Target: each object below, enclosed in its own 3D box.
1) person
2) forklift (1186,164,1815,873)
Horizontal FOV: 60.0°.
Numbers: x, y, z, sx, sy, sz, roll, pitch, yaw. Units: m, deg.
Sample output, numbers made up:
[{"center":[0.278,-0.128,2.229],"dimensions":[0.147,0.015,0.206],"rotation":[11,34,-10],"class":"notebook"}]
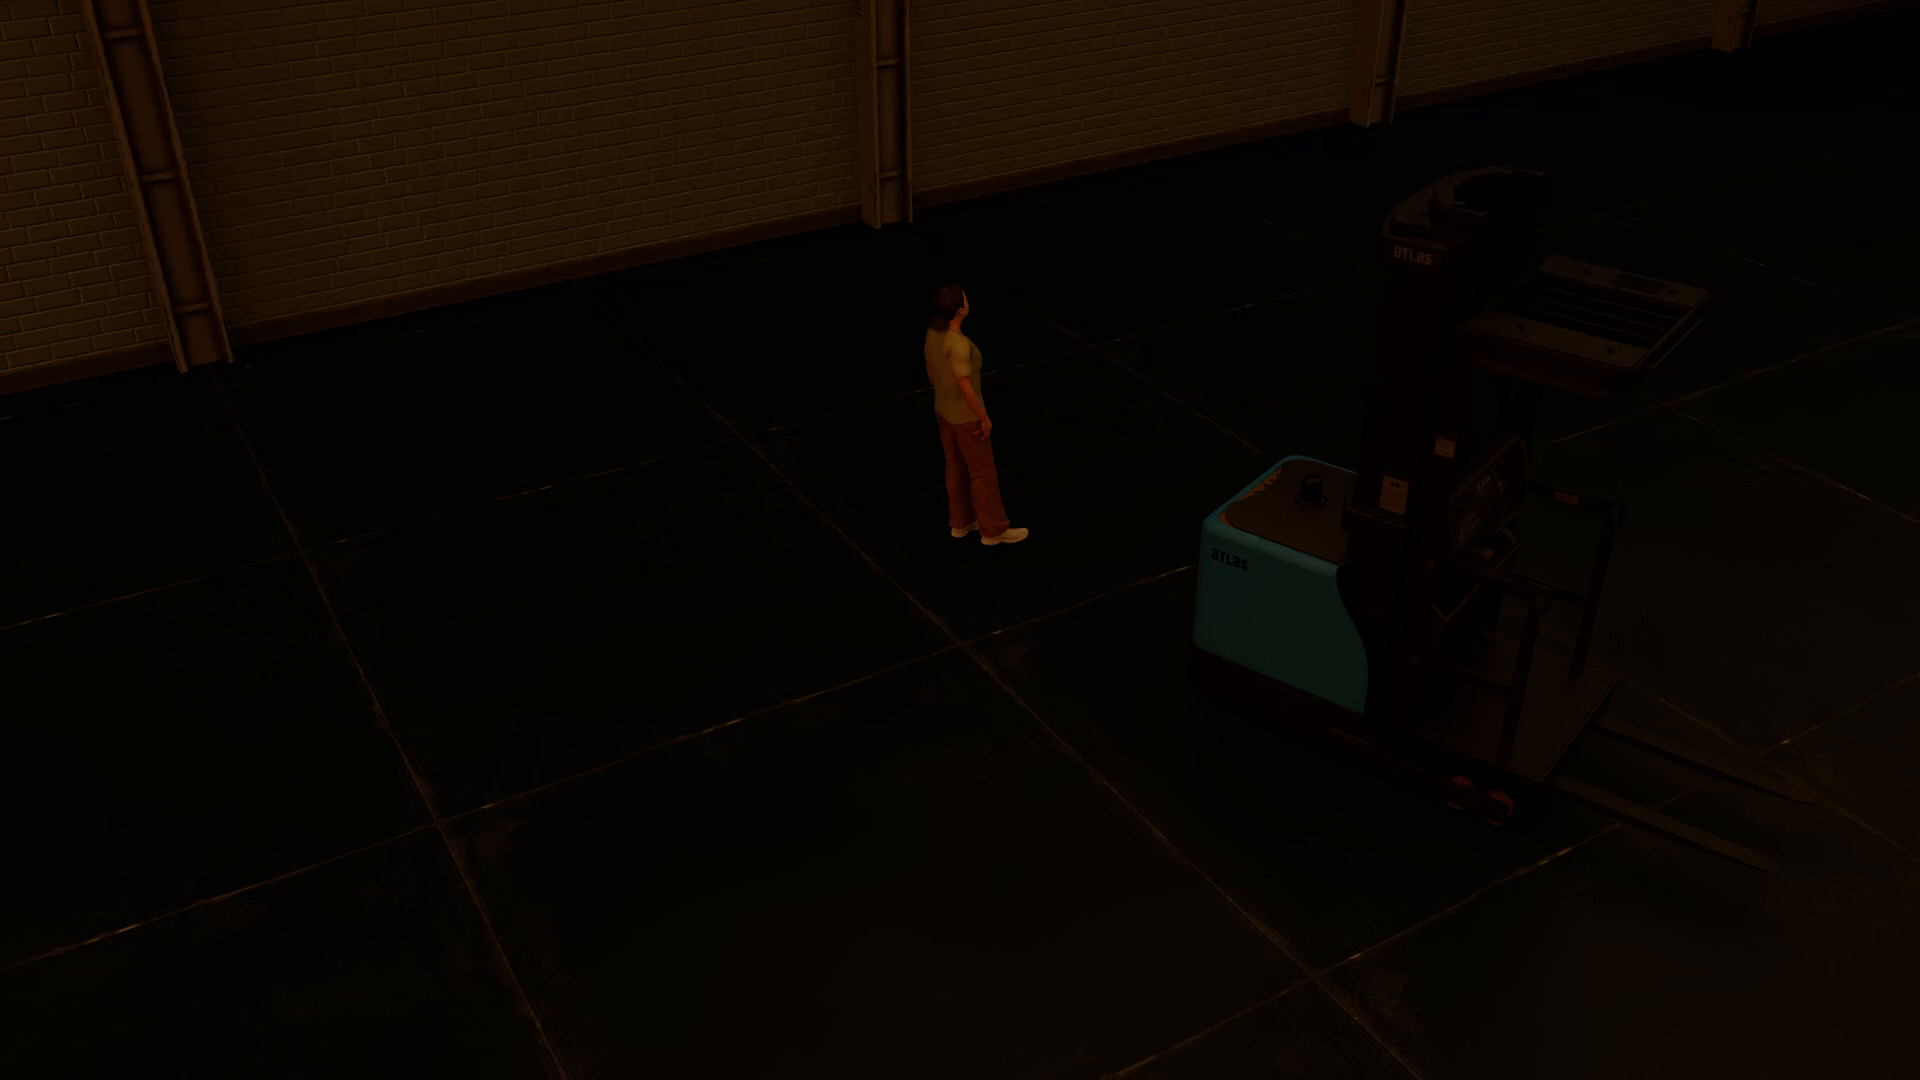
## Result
[{"center":[0.069,-0.774,10.069],"dimensions":[0.548,1.675,0.552],"rotation":[-17,35,-26],"class":"person"},{"center":[2.714,-0.169,7.930],"dimensions":[3.031,2.935,1.130],"rotation":[22,37,32],"class":"forklift"}]
